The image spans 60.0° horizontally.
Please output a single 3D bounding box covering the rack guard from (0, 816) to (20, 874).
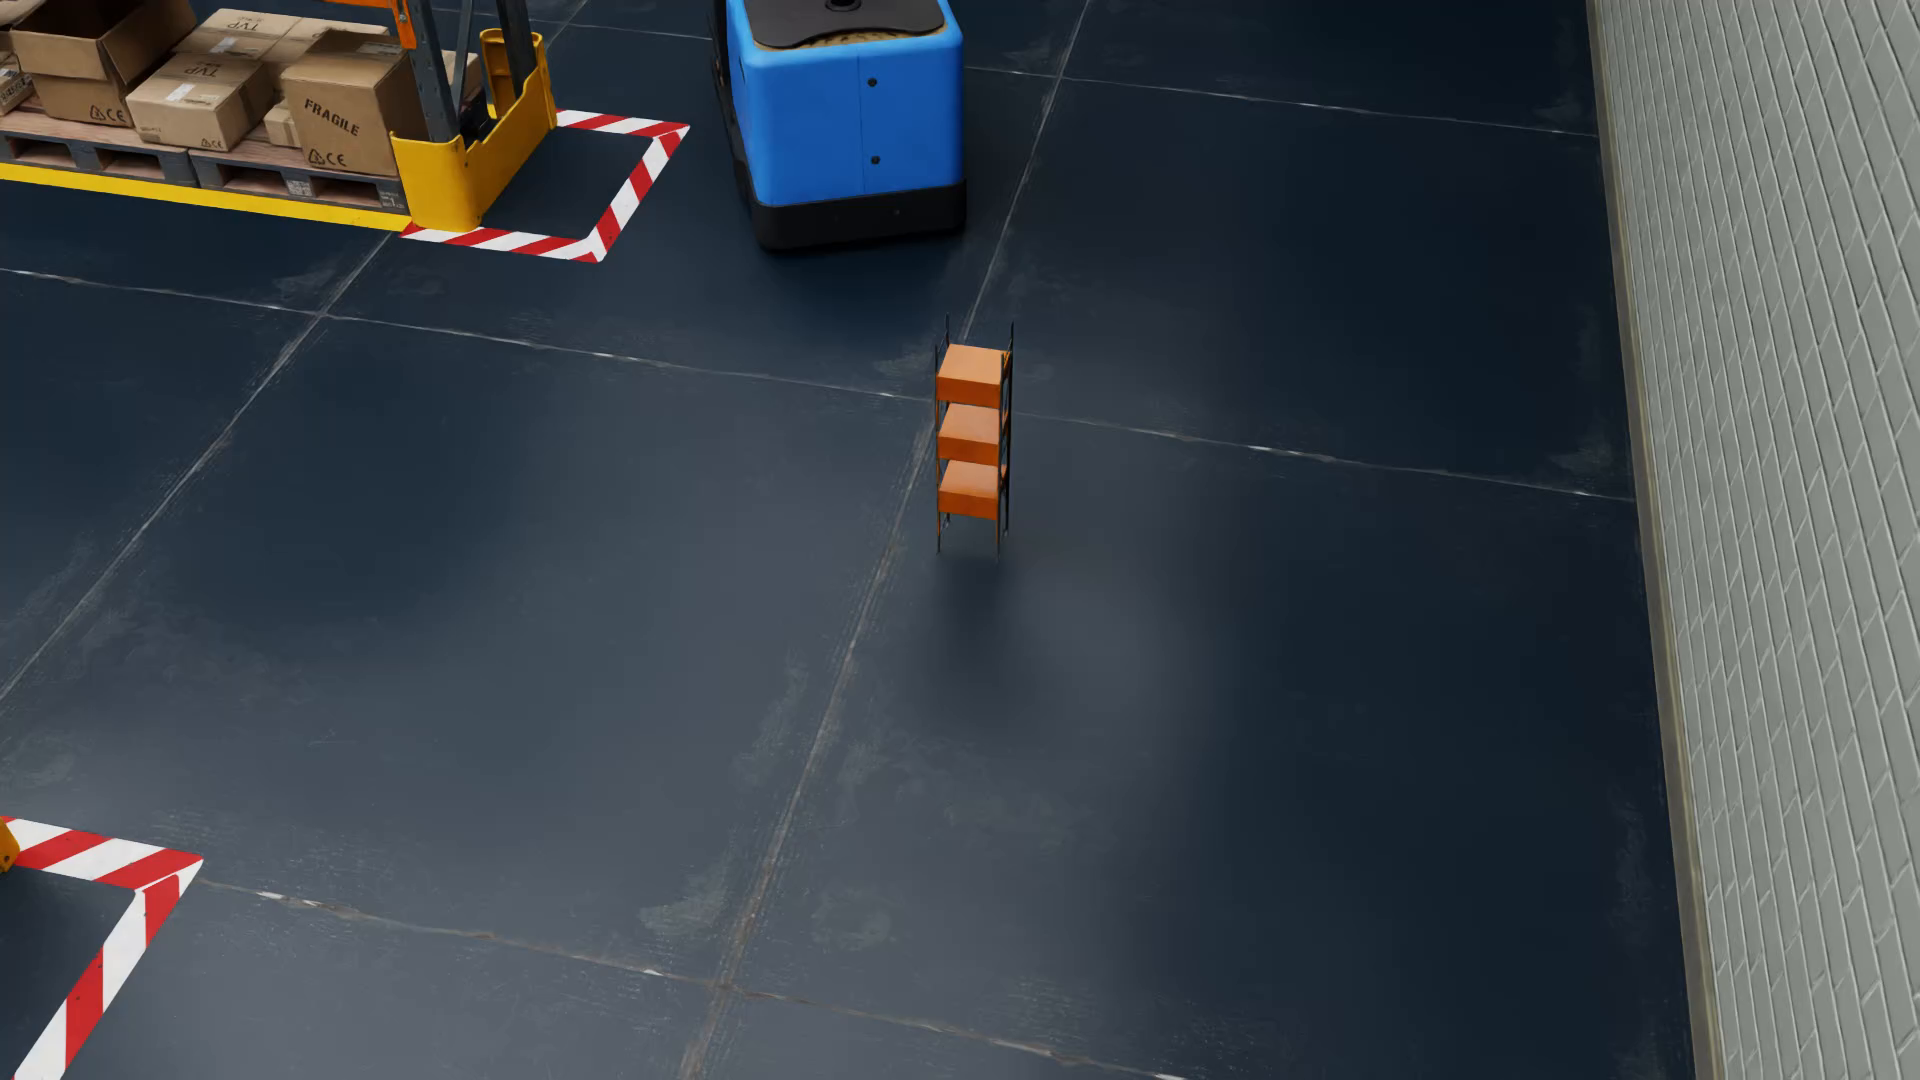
[{"bbox_3d":[-3.475,1.223,5.119,0.348,0.500,1.175,9,45,9],"label":"rack guard"}]

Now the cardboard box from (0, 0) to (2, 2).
[{"bbox_3d":[-5.702,-2.994,9.183,0.500,0.500,0.500,9,45,9],"label":"cardboard box"}]

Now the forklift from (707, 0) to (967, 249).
[{"bbox_3d":[-0.785,-3.514,8.287,1.130,2.935,3.031,-9,45,-9],"label":"forklift"}]

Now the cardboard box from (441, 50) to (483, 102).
[{"bbox_3d":[-2.750,-2.452,8.873,0.250,0.149,0.380,9,45,9],"label":"cardboard box"}]

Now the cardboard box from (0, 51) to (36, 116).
[{"bbox_3d":[-5.111,-2.434,8.841,0.250,0.166,0.380,9,45,9],"label":"cardboard box"}]

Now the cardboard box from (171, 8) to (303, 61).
[{"bbox_3d":[-3.861,-2.618,8.972,0.500,0.250,0.500,9,45,9],"label":"cardboard box"}]

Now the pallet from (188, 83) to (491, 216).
[{"bbox_3d":[-3.269,-2.151,8.833,1.213,0.211,1.003,9,45,9],"label":"pallet"}]

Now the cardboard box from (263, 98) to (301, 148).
[{"bbox_3d":[-3.376,-2.200,8.598,0.250,0.166,0.380,9,45,9],"label":"cardboard box"}]

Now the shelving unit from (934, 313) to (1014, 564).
[{"bbox_3d":[0.052,-0.370,6.377,0.252,1.050,0.215,9,45,9],"label":"shelving unit"}]

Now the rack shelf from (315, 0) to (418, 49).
[{"bbox_3d":[-4.368,-3.068,8.293,4.000,0.370,1.077,9,45,9],"label":"rack shelf"}]

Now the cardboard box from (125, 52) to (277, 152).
[{"bbox_3d":[-3.921,-2.272,8.613,0.500,0.250,0.500,9,45,9],"label":"cardboard box"}]

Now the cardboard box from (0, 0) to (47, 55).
[{"bbox_3d":[-4.970,-2.812,9.130,0.500,0.311,0.500,9,45,9],"label":"cardboard box"}]

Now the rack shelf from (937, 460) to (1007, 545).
[{"bbox_3d":[0.052,-0.162,6.578,0.240,0.259,0.215,9,45,9],"label":"rack shelf"}]

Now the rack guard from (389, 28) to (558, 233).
[{"bbox_3d":[-2.491,-2.135,8.608,0.348,0.500,1.175,9,45,9],"label":"rack guard"}]

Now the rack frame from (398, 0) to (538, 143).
[{"bbox_3d":[-2.416,-3.024,7.729,0.127,3.000,1.000,9,45,9],"label":"rack frame"}]

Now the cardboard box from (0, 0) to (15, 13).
[{"bbox_3d":[-5.323,-2.851,9.287,0.250,0.149,0.380,9,45,9],"label":"cardboard box"}]

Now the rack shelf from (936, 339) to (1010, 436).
[{"bbox_3d":[0.052,-0.567,6.188,0.240,0.259,0.215,9,45,9],"label":"rack shelf"}]

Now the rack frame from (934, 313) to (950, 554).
[{"bbox_3d":[-0.067,-0.389,6.397,0.008,1.050,0.200,9,45,9],"label":"rack frame"}]

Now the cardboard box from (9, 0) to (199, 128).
[{"bbox_3d":[-4.485,-2.608,8.780,0.637,0.503,0.797,9,45,9],"label":"cardboard box"}]

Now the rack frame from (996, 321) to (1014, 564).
[{"bbox_3d":[0.171,-0.352,6.358,0.008,1.050,0.200,9,45,9],"label":"rack frame"}]

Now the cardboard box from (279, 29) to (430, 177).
[{"bbox_3d":[-3.001,-2.198,8.356,0.500,0.500,0.500,9,45,9],"label":"cardboard box"}]

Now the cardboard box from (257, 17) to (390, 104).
[{"bbox_3d":[-3.373,-2.542,8.894,0.500,0.250,0.500,9,45,9],"label":"cardboard box"}]

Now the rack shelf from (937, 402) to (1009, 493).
[{"bbox_3d":[0.052,-0.363,6.385,0.240,0.259,0.215,9,45,9],"label":"rack shelf"}]

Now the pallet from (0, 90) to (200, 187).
[{"bbox_3d":[-4.456,-2.337,9.026,1.213,0.211,1.003,9,45,9],"label":"pallet"}]
